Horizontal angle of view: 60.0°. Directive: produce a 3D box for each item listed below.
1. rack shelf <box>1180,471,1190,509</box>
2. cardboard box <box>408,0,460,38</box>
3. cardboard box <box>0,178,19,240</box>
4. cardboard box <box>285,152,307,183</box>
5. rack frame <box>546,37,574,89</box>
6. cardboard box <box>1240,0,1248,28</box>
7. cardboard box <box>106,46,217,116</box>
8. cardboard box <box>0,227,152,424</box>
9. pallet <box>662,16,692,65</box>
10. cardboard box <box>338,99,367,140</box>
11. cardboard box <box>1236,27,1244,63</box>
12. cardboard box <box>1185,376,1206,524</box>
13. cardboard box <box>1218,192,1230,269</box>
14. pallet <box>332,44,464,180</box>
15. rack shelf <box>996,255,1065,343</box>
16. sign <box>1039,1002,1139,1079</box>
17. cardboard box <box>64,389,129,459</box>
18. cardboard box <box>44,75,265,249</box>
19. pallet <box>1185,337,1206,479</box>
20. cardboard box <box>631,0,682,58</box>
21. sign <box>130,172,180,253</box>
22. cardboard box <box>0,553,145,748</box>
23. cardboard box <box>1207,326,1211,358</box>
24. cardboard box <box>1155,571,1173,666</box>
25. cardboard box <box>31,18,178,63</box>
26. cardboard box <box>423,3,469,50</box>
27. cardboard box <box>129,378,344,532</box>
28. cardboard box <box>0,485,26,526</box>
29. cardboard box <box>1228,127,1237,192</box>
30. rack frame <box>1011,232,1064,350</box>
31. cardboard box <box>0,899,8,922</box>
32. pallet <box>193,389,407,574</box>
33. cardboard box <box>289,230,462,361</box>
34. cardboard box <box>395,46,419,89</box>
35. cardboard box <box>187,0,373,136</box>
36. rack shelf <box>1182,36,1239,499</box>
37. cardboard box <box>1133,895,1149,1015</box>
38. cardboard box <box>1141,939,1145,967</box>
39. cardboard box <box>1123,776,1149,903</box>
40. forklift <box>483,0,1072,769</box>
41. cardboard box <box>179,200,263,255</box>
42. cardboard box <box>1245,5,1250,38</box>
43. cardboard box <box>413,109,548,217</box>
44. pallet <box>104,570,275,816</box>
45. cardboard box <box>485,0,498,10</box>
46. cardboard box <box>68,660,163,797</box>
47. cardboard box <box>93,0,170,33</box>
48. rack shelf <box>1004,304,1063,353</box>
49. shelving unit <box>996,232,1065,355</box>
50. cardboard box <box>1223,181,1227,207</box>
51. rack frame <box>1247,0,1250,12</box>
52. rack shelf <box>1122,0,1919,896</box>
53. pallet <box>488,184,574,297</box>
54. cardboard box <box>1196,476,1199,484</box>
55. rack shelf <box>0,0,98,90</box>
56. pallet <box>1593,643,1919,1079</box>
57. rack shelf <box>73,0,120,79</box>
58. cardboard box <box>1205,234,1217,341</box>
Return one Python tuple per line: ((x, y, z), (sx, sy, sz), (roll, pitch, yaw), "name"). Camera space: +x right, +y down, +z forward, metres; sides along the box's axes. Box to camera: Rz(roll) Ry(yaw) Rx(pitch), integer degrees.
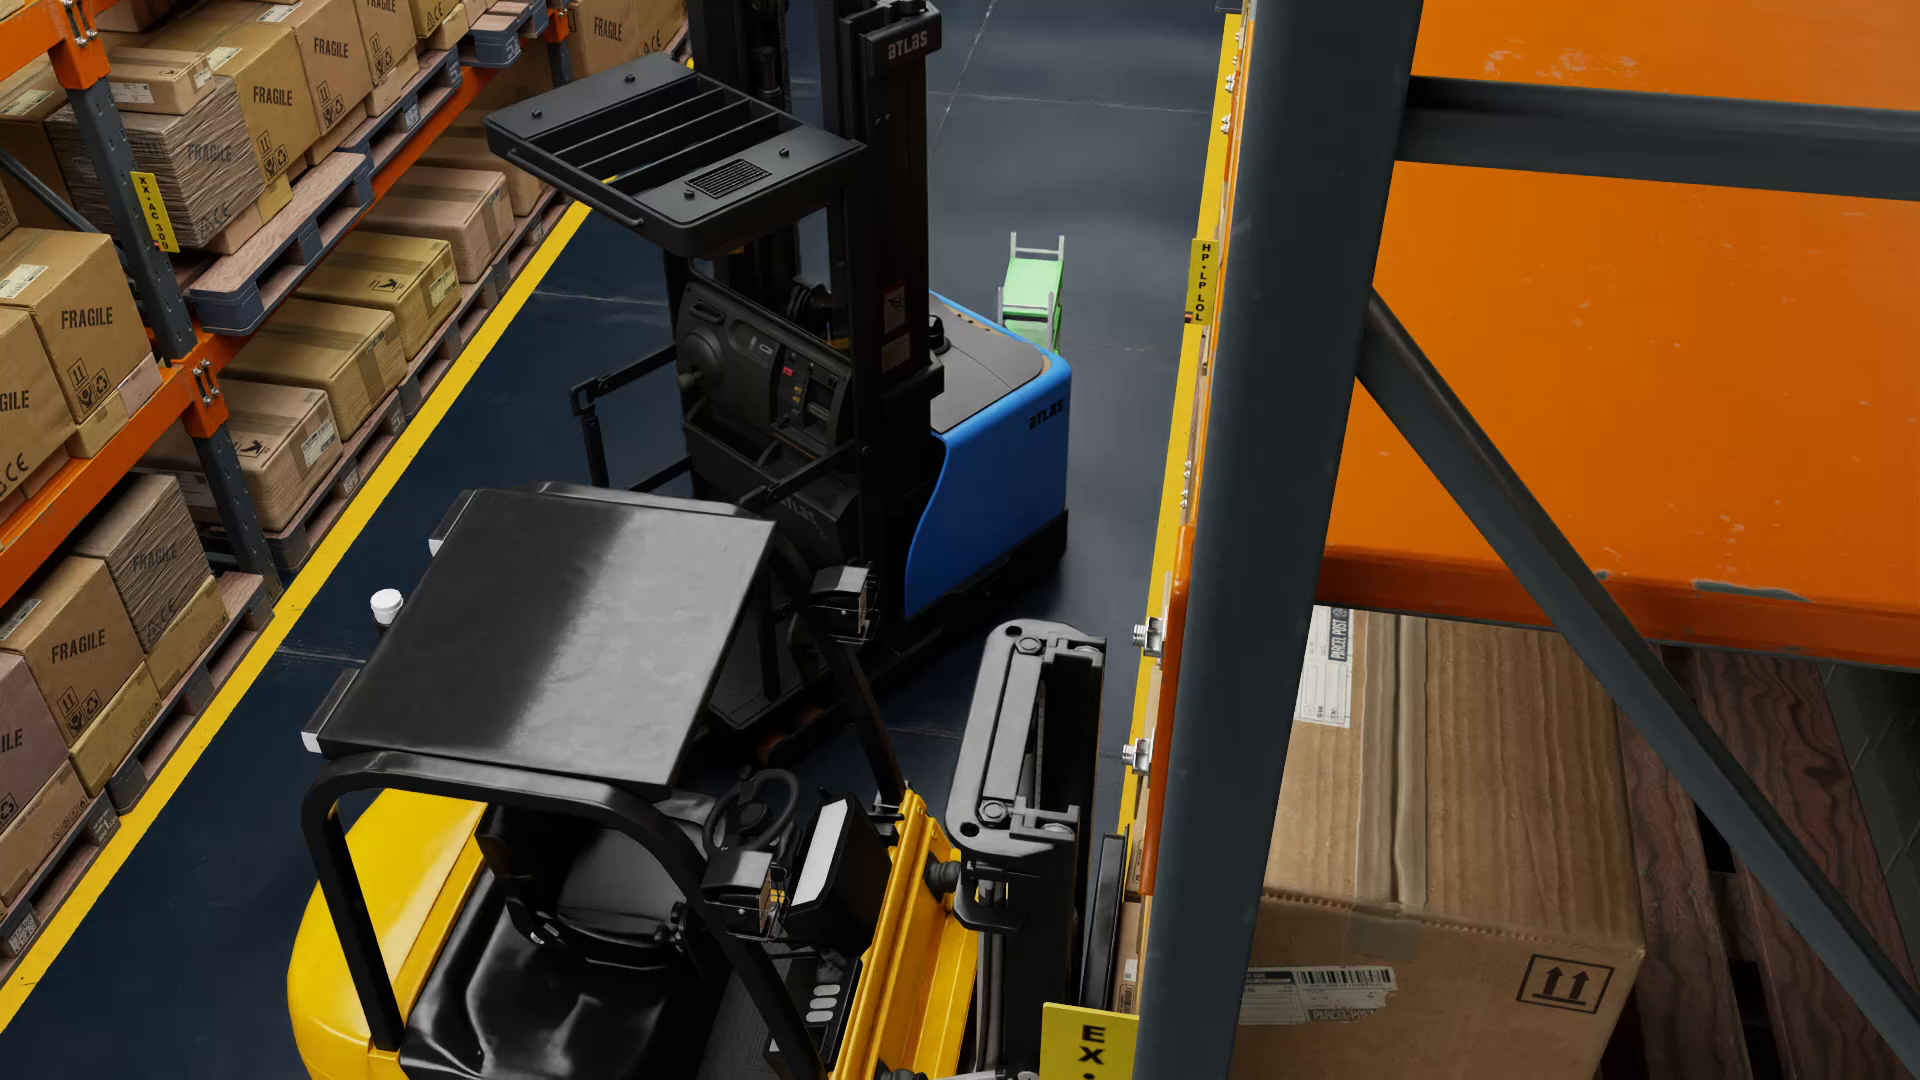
((1.008, 1.137, 4.585), (1.077, 0.370, 4.000), (6, 40, 8), "rack shelf")
((-2.813, -2.807, 8.149), (0.500, 0.500, 0.500), (4, 40, 5), "cardboard box")
((-3.825, -1.226, 5.783), (0.700, 0.500, 0.500), (6, 40, 7), "cardboard box")
((-3.103, -1.659, 7.270), (0.380, 0.149, 0.250), (9, 40, 11), "cardboard box")
((-2.843, -3.450, 9.569), (1.000, 3.000, 0.127), (6, 40, 8), "rack frame")
((1.704, -2.791, 8.498), (0.500, 0.250, 0.500), (6, 40, 8), "cardboard box")
((-3.106, -1.761, 6.376), (0.380, 0.149, 0.250), (6, 40, 7), "cardboard box")
((-3.367, -0.787, 6.036), (0.500, 0.500, 0.500), (5, 40, 7), "cardboard box")
((-2.419, -3.625, 11.969), (1.003, 0.211, 1.213), (6, 40, 8), "pallet")
((-2.972, -1.971, 7.647), (0.380, 0.149, 0.250), (7, 40, 8), "cardboard box")
((1.533, -2.148, 7.719), (0.500, 0.250, 0.500), (5, 40, 7), "cardboard box")
((1.020, -0.184, 5.540), (0.500, 0.500, 0.500), (5, 40, 6), "cardboard box")
((0.913, -0.580, 3.255), (0.797, 0.503, 0.637), (8, 40, 9), "cardboard box")
((-3.145, -2.130, 8.122), (1.003, 0.211, 1.213), (6, 40, 8), "pallet")
((0.319, -1.088, 7.471), (0.258, 0.148, 0.480), (5, 40, 6), "rack shelf")
((0.130, 0.580, 1.708), (0.100, 0.325, 0.005), (6, 40, 8), "sign")
((-3.327, -0.451, 6.138), (0.380, 0.149, 0.250), (7, 40, 9), "cardboard box")
((-3.172, -1.518, 6.590), (0.500, 0.500, 0.500), (7, 40, 9), "cardboard box")
((1.652, -0.555, 8.255), (1.003, 0.211, 1.213), (6, 40, 8), "pallet")
((-2.483, -3.777, 11.302), (0.875, 0.875, 0.875), (7, 40, 8), "cardboard box")
((-3.000, -1.219, 6.190), (0.100, 0.325, 0.005), (6, 40, 8), "sign")
((-3.460, 0.389, 6.165), (0.500, 0.500, 0.500), (7, 40, 8), "cardboard box")
((1.187, -0.866, 6.169), (0.500, 0.250, 0.500), (6, 40, 7), "cardboard box")
((0.961, 0.387, 5.972), (0.500, 0.250, 0.500), (6, 40, 7), "cardboard box")
((-3.597, -1.882, 7.030), (0.500, 0.500, 0.500), (7, 40, 8), "cardboard box")
((-2.728, -2.613, 8.424), (0.380, 0.149, 0.250), (7, 40, 8), "cardboard box")
((-3.447, -0.418, 7.635), (0.950, 0.372, 0.625), (7, 40, 8), "cardboard box")
((-3.506, -0.141, 5.763), (0.380, 0.149, 0.250), (6, 40, 7), "cardboard box")
((0.844, -0.924, 3.949), (0.380, 0.149, 0.250), (8, 40, 9), "cardboard box")
((0.353, -0.921, 7.923), (0.240, 1.200, 0.015), (5, 40, 6), "rack frame")
((-3.638, 1.329, 5.617), (0.500, 0.250, 0.500), (9, 40, 11), "cardboard box")
((-3.402, -0.354, 8.013), (1.003, 0.211, 1.213), (6, 40, 8), "pallet")
((-3.207, -1.307, 8.709), (0.950, 0.372, 0.625), (8, 40, 9), "cardboard box")
((-2.858, -2.303, 8.048), (0.380, 0.149, 0.250), (5, 40, 6), "cardboard box")
((-2.987, -2.141, 7.344), (0.500, 0.500, 0.500), (6, 40, 7), "cardboard box")
((1.700, -1.373, 7.621), (1.077, 0.370, 4.000), (6, 40, 8), "rack shelf")
((0.676, 1.093, 3.996), (0.500, 0.500, 0.500), (6, 40, 7), "cardboard box")
((0.599, 0.815, 3.589), (0.380, 0.149, 0.250), (7, 40, 9), "cardboard box")
((0.788, 1.020, 5.206), (0.500, 0.250, 0.500), (8, 40, 9), "cardboard box")
((-0.899, -0.586, 6.158), (1.130, 2.935, 3.031), (32, 49, 32), "forklift")
((-3.128, -1.317, 6.856), (0.380, 0.149, 0.250), (7, 40, 8), "cardboard box")
((0.977, -1.406, 4.532), (0.380, 0.149, 0.250), (7, 40, 9), "cardboard box")
((-2.951, -2.246, 9.845), (0.950, 0.372, 0.625), (4, 40, 5), "cardboard box")
((-3.617, 0.560, 6.907), (1.003, 0.211, 1.213), (6, 40, 8), "pallet")
((-2.643, -2.944, 8.825), (0.380, 0.149, 0.250), (6, 40, 7), "cardboard box")
((-3.455, 0.694, 6.385), (0.500, 0.250, 0.500), (5, 40, 6), "cardboard box")
((-3.571, -2.254, 6.971), (0.380, 0.149, 0.250), (5, 40, 6), "cardboard box")
((0.319, -0.903, 7.624), (0.258, 0.148, 0.480), (5, 40, 6), "rack shelf")
((0.319, -0.767, 7.737), (0.258, 1.200, 0.503), (5, 40, 6), "shelving unit")
((1.231, -1.414, 6.518), (0.380, 0.149, 0.250), (5, 40, 6), "cardboard box")
((1.354, -2.707, 3.962), (1.000, 3.000, 0.127), (6, 40, 8), "rack frame")
((1.008, -1.021, 2.801), (1.077, 0.370, 4.000), (6, 40, 8), "rack shelf")
((-2.980, -1.885, 9.865), (1.003, 0.211, 1.213), (6, 40, 8), "pallet")
((0.550, 0.098, 2.621), (0.396, 0.266, 0.258), (6, 40, 8), "cardboard box")
((-3.881, -0.564, 4.288), (1.077, 0.370, 4.000), (6, 40, 8), "rack shelf")
((0.810, 0.552, 2.443), (1.003, 0.211, 1.213), (6, 40, 8), "pallet")
((-3.189, -3.074, 7.324), (1.077, 0.370, 4.000), (6, 40, 8), "rack shelf")
((1.265, -0.998, 6.721), (0.500, 0.250, 0.500), (6, 40, 7), "cardboard box")
